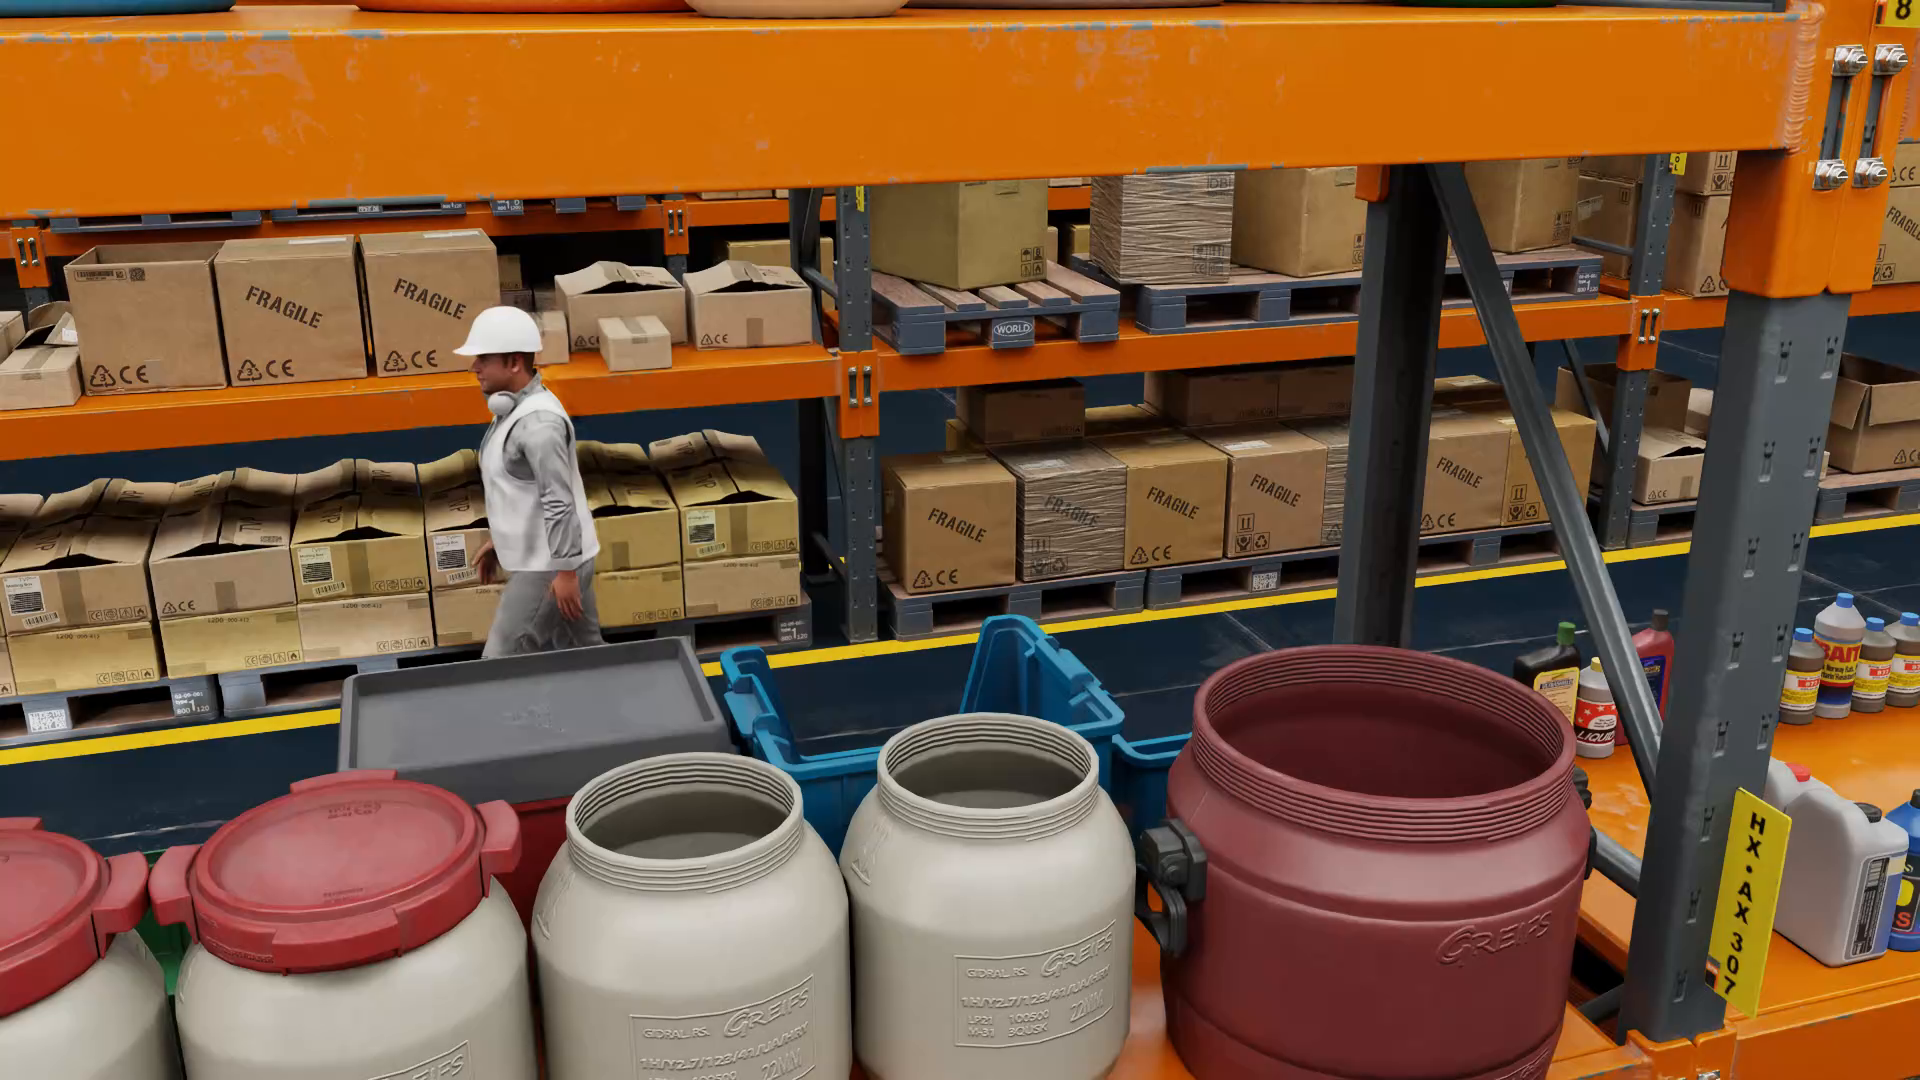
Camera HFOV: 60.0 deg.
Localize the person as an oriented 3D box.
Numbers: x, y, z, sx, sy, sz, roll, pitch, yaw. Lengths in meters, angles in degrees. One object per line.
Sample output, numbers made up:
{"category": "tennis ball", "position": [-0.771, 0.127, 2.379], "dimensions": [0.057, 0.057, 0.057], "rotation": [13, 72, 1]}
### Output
{"category": "person", "position": [-1.497, 0.093, 5.835], "dimensions": [0.734, 1.827, 0.560], "rotation": [-5, 20, -15]}
